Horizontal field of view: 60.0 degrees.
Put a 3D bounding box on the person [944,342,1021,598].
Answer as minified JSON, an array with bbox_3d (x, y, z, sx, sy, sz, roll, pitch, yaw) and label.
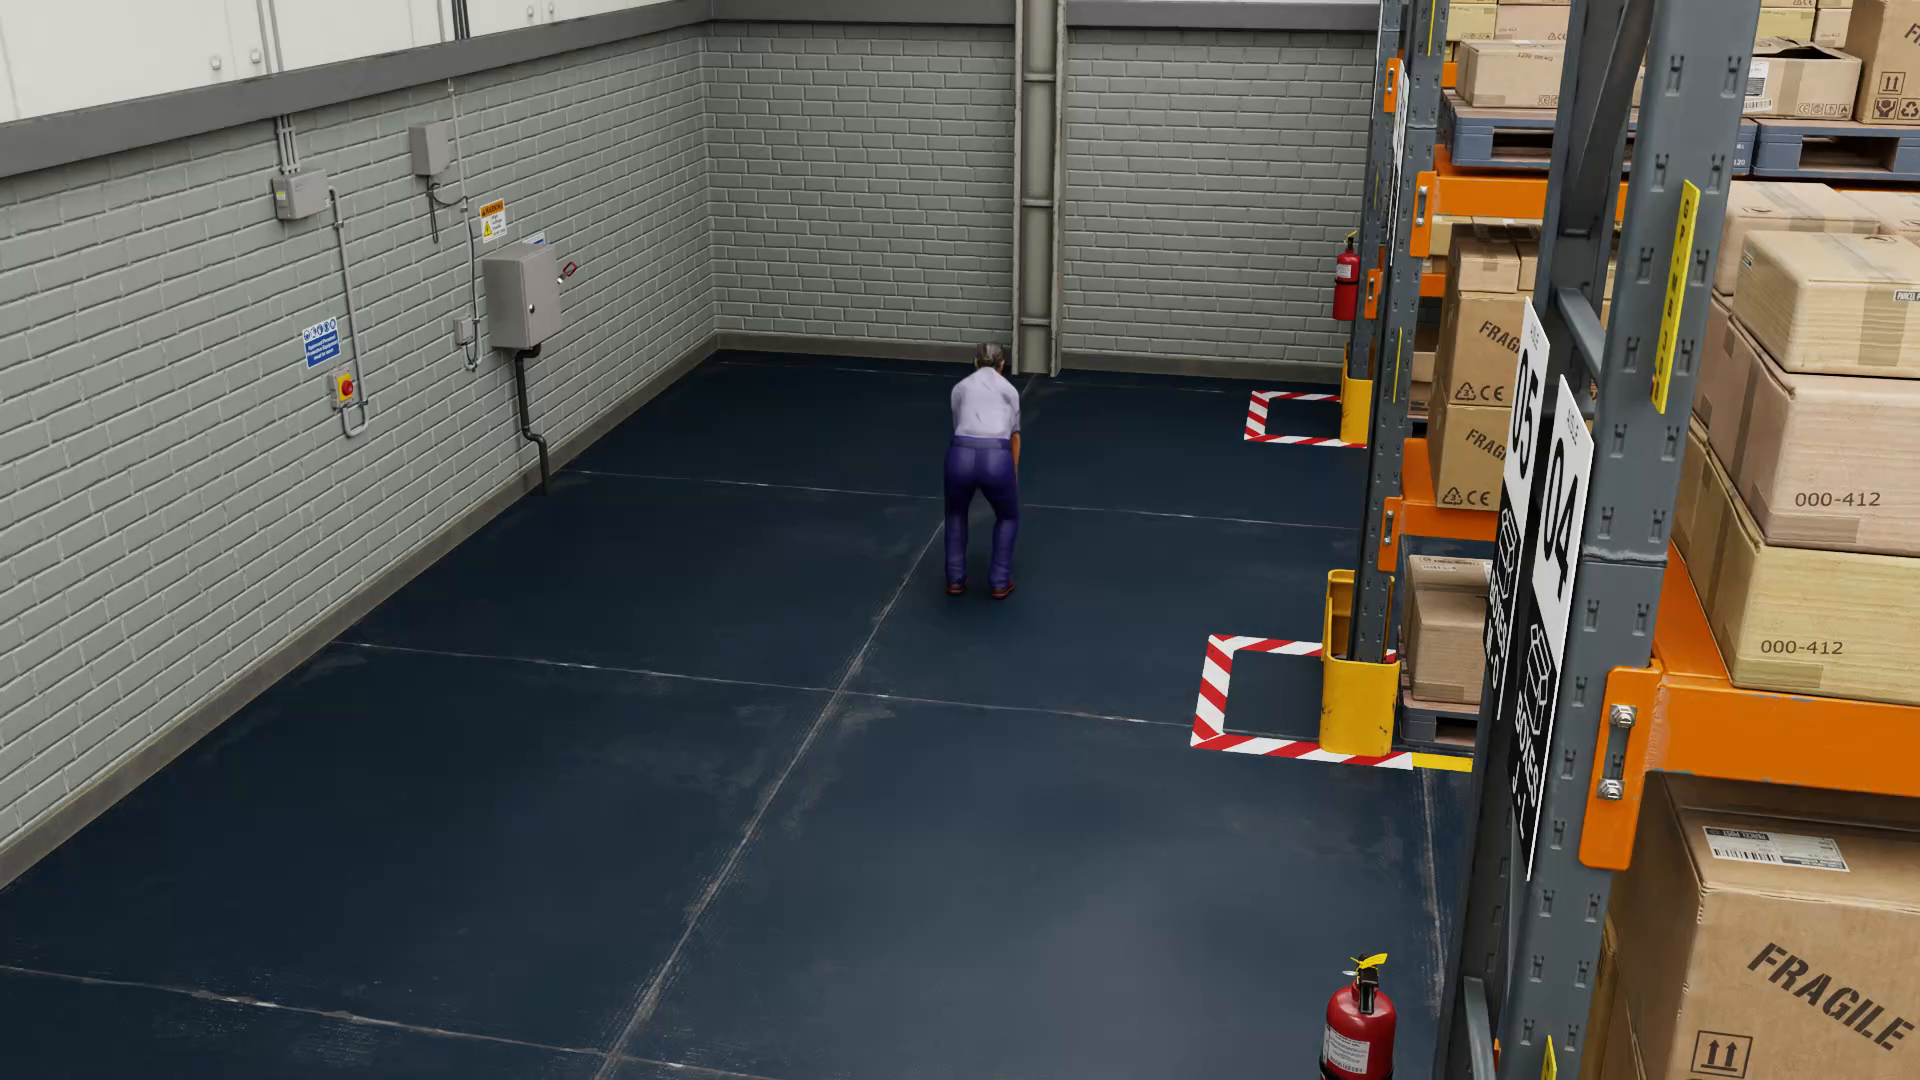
[{"bbox_3d":[0.144,-0.358,9.957,0.455,1.324,0.729,4,22,10],"label":"person"}]
